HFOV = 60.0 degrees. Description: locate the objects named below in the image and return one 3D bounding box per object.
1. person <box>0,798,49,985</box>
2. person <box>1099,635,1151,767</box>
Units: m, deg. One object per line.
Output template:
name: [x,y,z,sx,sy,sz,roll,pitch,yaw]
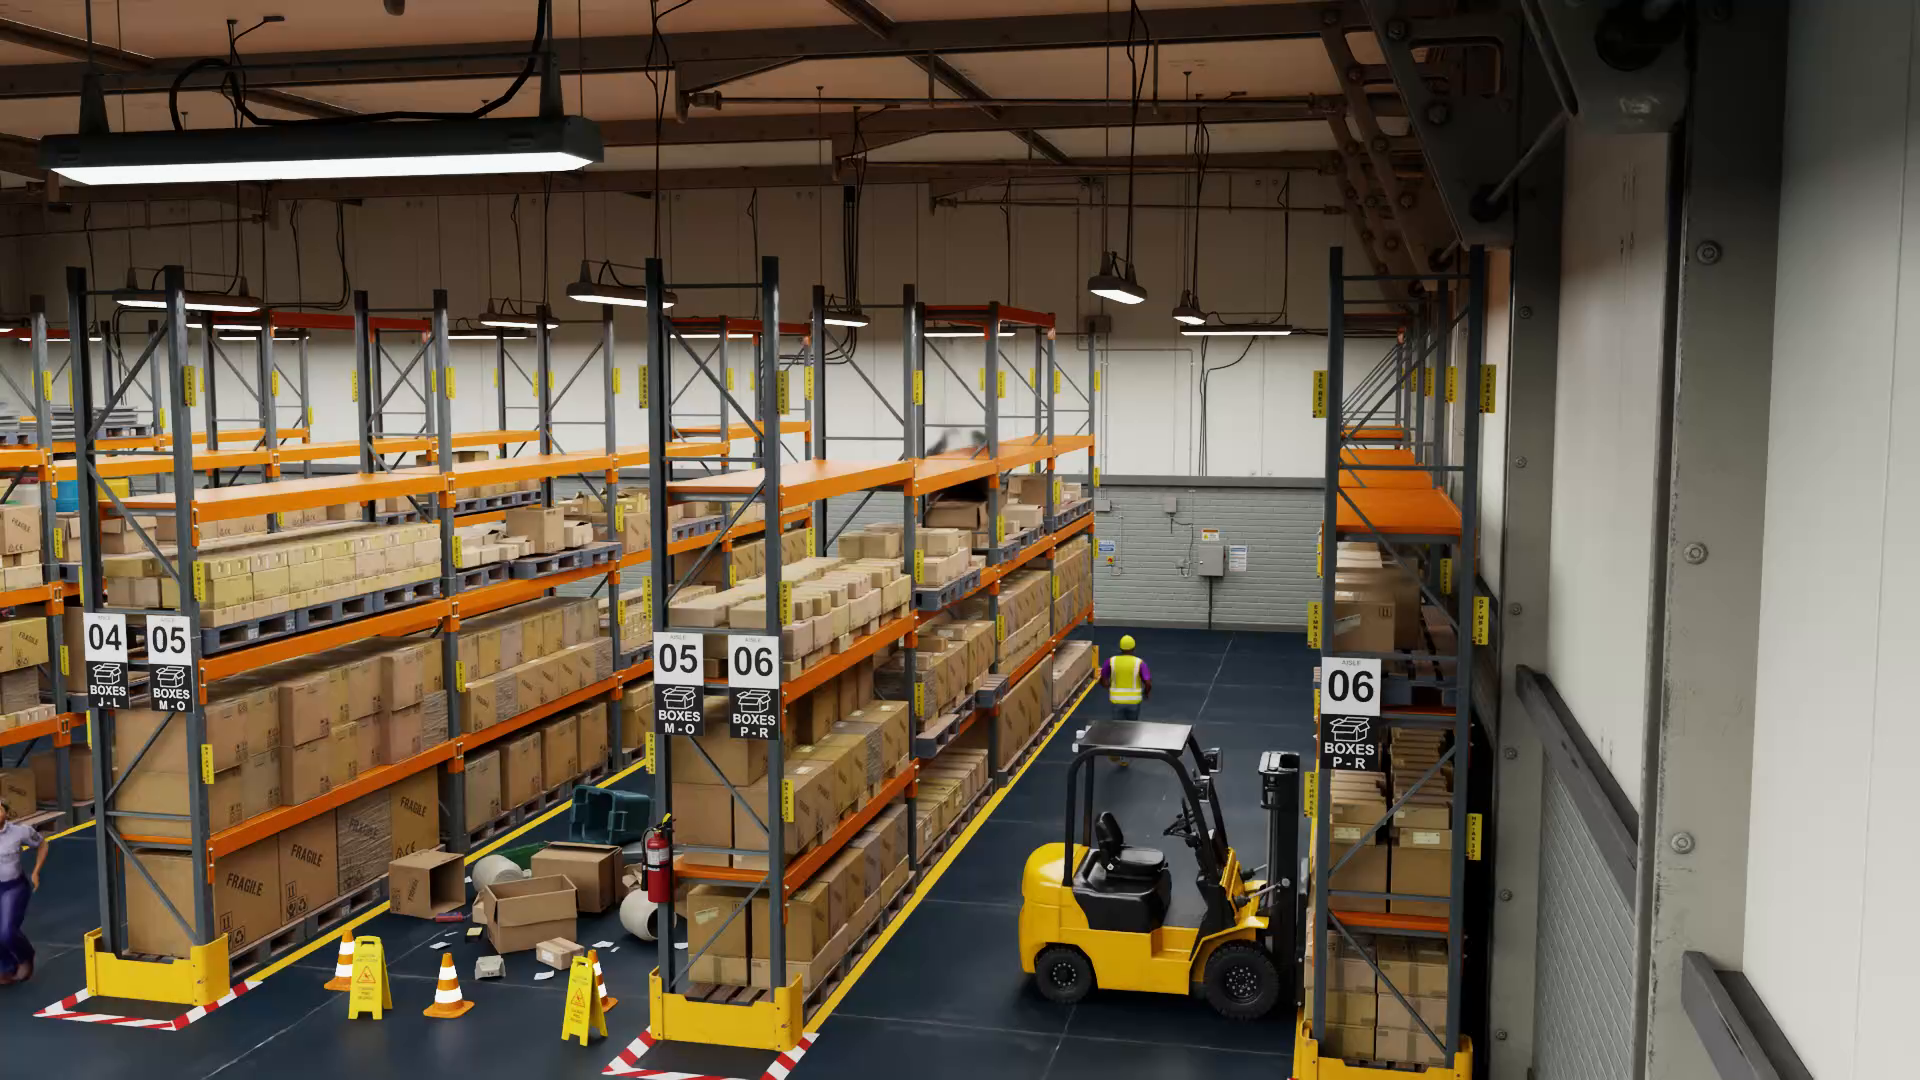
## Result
person: [-8.000,2.955,13.894,0.589,1.612,0.601,-1,6,-10]
person: [2.150,2.096,21.606,0.686,1.720,0.589,2,6,15]
